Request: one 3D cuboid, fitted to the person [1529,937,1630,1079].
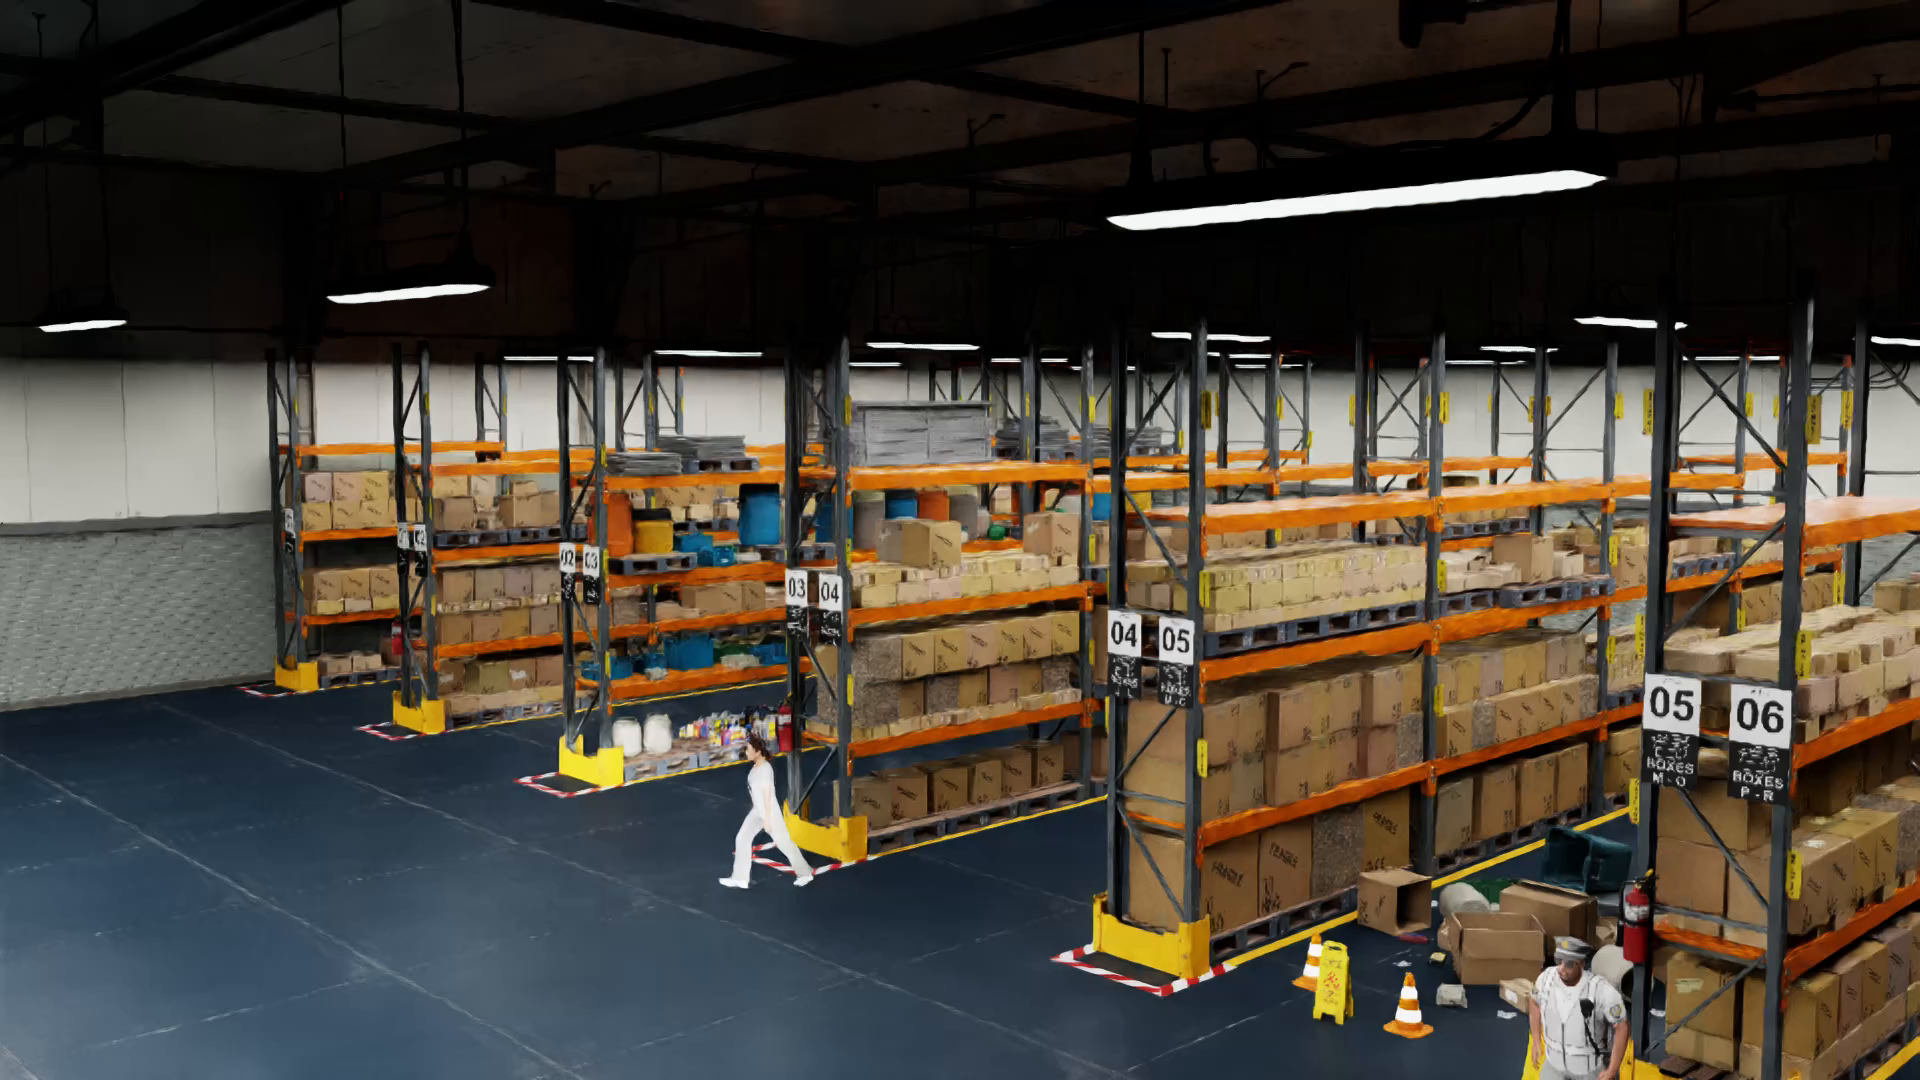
[{"bbox_3d":[4.010,3.382,10.829,0.536,1.710,0.682,-5,7,-45],"label":"person"}]

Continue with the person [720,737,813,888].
[{"bbox_3d":[-2.020,2.854,17.430,0.957,1.611,0.491,-2,5,-22],"label":"person"}]
